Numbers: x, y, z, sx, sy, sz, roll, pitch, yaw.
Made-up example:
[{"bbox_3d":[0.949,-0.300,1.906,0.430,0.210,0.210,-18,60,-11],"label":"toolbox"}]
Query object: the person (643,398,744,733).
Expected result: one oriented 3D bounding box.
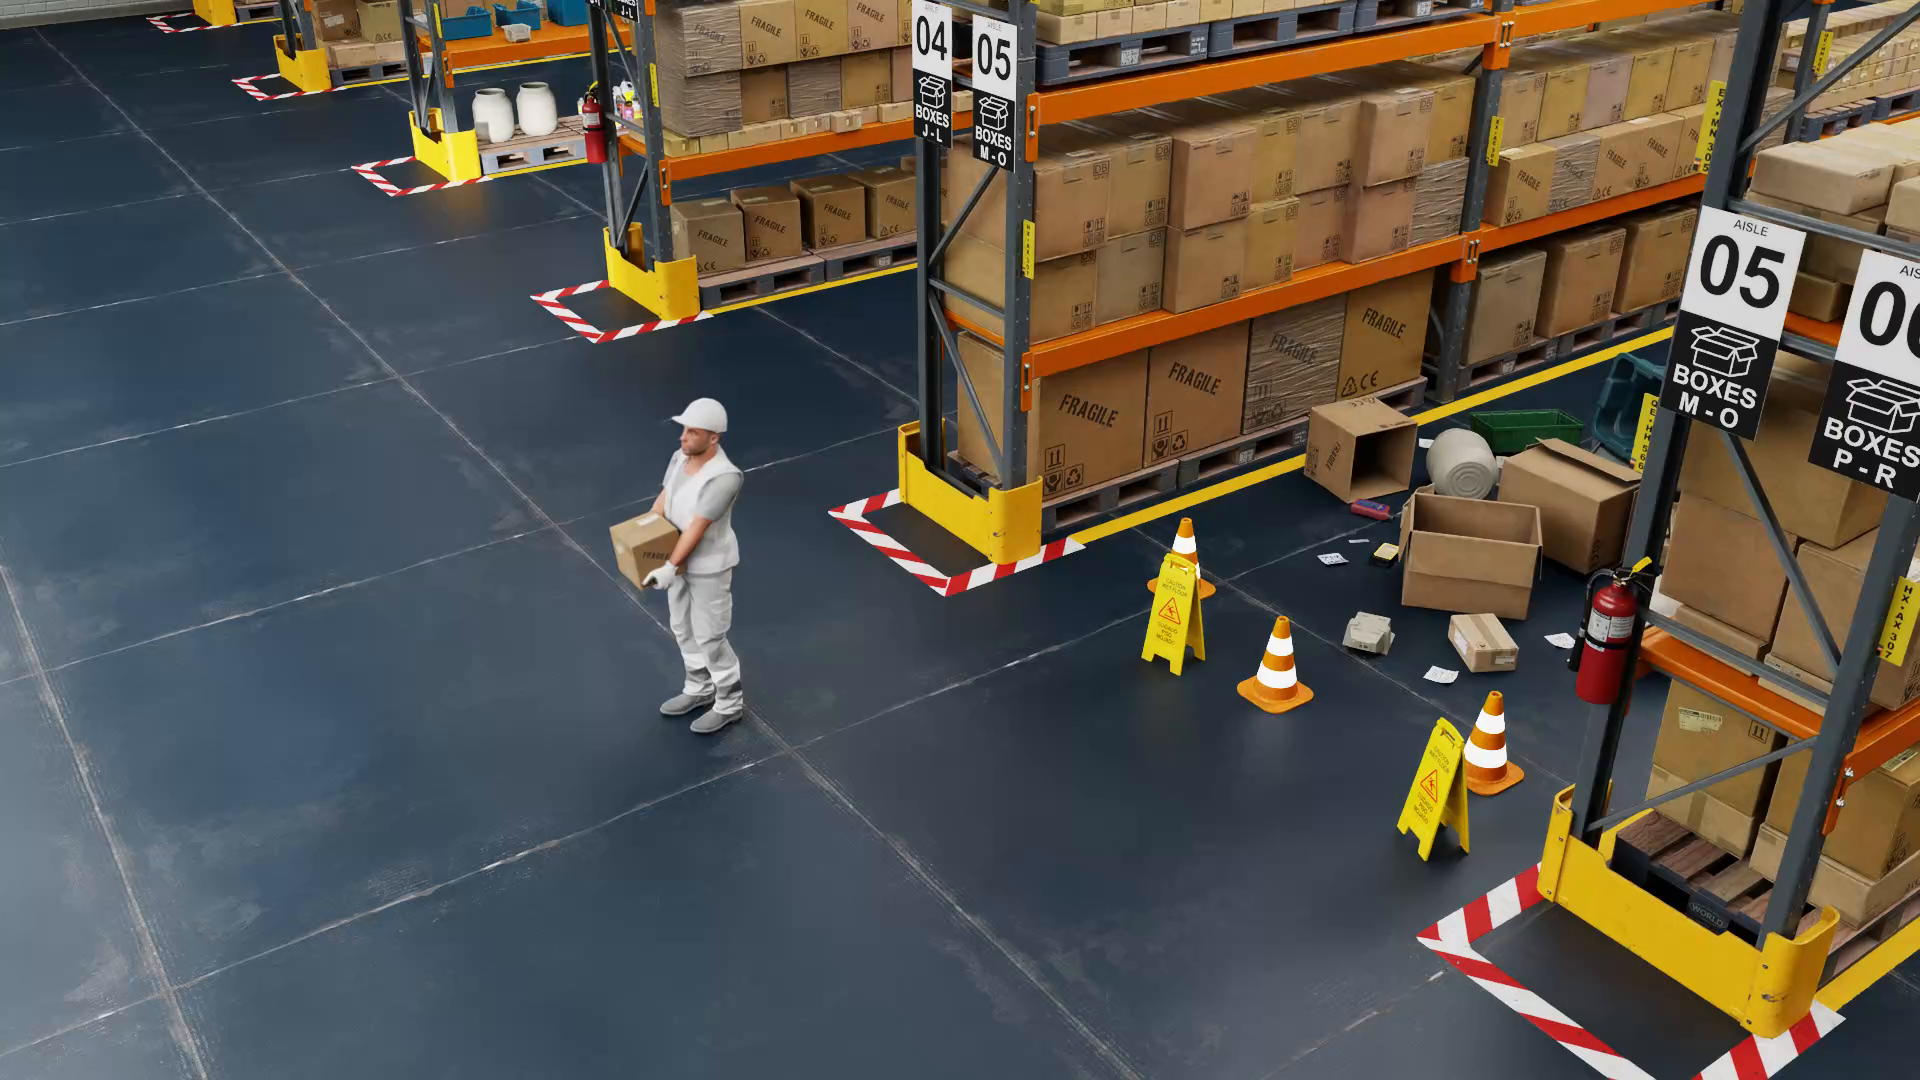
[{"bbox_3d":[-1.375,0.152,8.322,0.561,1.782,0.493,-18,33,-30],"label":"person"}]
